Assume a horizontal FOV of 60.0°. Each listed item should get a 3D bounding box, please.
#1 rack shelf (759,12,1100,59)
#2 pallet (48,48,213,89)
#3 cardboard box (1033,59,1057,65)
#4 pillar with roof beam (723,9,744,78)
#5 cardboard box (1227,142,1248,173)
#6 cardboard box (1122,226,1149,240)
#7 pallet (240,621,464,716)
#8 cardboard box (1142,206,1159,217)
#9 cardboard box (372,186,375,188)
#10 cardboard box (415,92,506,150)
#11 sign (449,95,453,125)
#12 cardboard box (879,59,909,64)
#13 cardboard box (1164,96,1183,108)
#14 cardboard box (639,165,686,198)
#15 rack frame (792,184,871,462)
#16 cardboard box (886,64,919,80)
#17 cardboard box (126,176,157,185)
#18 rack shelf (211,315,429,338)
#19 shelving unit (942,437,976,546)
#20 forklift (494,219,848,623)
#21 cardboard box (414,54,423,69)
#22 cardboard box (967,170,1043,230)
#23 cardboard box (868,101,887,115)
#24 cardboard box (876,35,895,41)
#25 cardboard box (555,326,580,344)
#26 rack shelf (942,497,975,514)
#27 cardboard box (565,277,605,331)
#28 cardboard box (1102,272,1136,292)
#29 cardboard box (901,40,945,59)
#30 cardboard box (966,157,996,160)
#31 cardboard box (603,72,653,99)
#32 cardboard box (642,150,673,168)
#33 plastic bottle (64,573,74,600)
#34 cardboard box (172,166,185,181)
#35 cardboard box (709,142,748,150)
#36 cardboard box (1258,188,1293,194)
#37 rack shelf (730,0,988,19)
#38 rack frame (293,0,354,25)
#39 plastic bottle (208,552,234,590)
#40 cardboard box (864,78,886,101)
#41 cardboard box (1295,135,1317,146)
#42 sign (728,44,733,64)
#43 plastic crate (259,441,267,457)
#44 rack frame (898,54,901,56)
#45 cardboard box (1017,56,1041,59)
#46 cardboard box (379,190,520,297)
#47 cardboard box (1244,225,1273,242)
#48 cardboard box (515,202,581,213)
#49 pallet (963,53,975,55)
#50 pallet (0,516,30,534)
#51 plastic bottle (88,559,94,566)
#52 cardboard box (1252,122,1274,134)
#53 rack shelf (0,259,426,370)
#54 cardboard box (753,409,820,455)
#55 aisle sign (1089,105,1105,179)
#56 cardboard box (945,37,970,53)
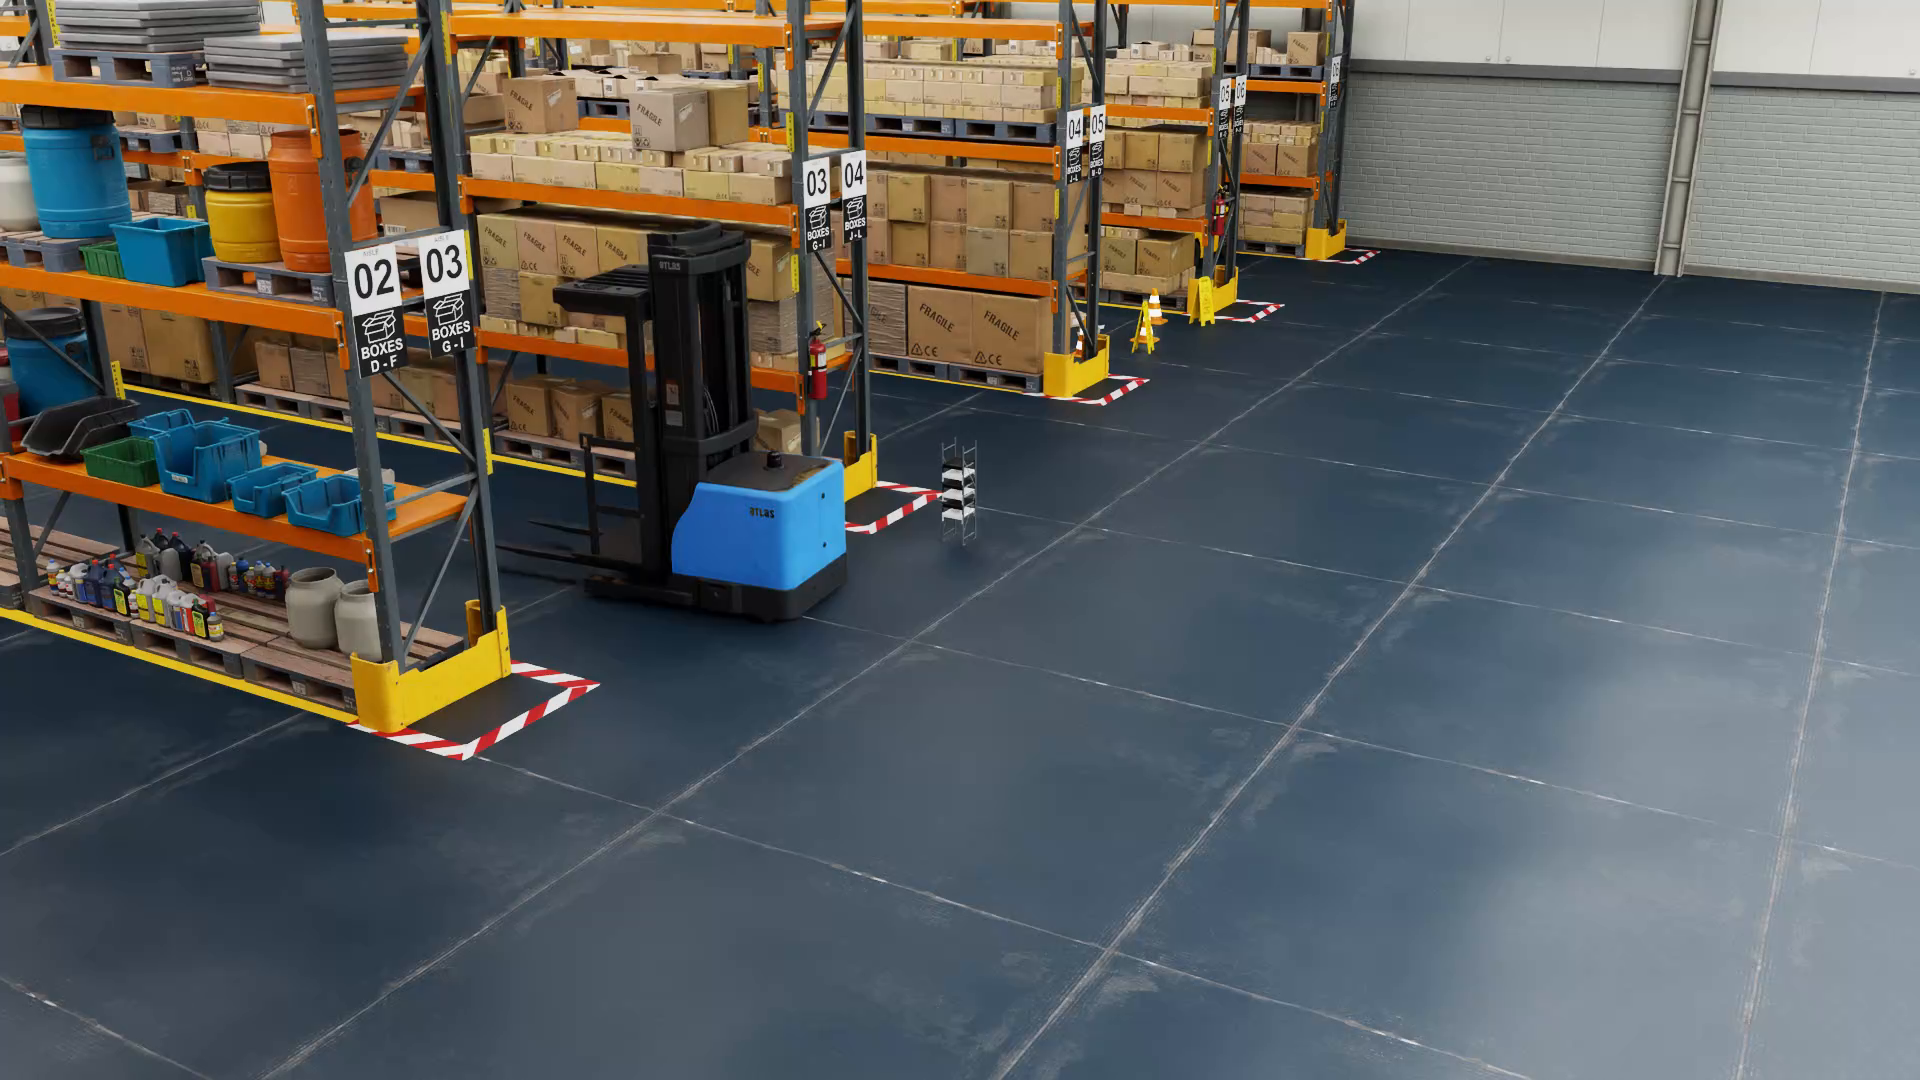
[{"bbox_3d":[-0.388,-5.875,19.305,4.000,0.370,1.077,11,23,27],"label":"rack shelf"},{"bbox_3d":[-5.255,-3.192,11.129,1.213,0.211,1.003,11,23,27],"label":"pallet"},{"bbox_3d":[1.232,-6.763,23.707,0.250,0.149,0.380,10,22,26],"label":"cardboard box"},{"bbox_3d":[-6.643,-10.136,29.408,0.400,9.000,9.100,11,23,27],"label":"pillar with roof beam"},{"bbox_3d":[4.647,-6.442,27.877,0.500,0.500,0.500,10,22,26],"label":"cardboard box"},{"bbox_3d":[2.504,-4.398,23.754,0.250,0.149,0.380,12,23,29],"label":"cardboard box"},{"bbox_3d":[-4.361,0.861,11.979,1.213,0.211,1.003,11,23,27],"label":"pallet"},{"bbox_3d":[2.764,-4.678,23.528,0.250,0.149,0.380,10,22,26],"label":"cardboard box"},{"bbox_3d":[-8.319,-5.133,23.730,0.250,0.149,0.380,10,22,25],"label":"cardboard box"},{"bbox_3d":[-5.004,-4.218,16.726,0.637,0.503,0.797,10,22,25],"label":"cardboard box"},{"bbox_3d":[-4.909,-4.127,15.906,0.005,0.325,0.100,11,23,27],"label":"sign"},{"bbox_3d":[-0.775,-5.691,19.991,0.250,0.149,0.380,11,23,27],"label":"cardboard box"},{"bbox_3d":[3.002,-6.039,22.881,0.250,0.149,0.380,11,23,28],"label":"cardboard box"},{"bbox_3d":[-2.575,-3.303,15.191,0.500,0.250,0.500,11,23,28],"label":"cardboard box"},{"bbox_3d":[-1.149,-1.789,15.196,0.127,3.000,1.000,11,23,27],"label":"rack frame"},{"bbox_3d":[-0.654,-5.411,19.217,0.250,0.149,0.380,11,23,27],"label":"cardboard box"},{"bbox_3d":[-9.920,-3.983,19.627,0.637,0.503,0.797,12,23,29],"label":"cardboard box"},{"bbox_3d":[-6.388,-2.449,18.069,4.000,0.370,1.077,11,23,27],"label":"rack shelf"},{"bbox_3d":[-0.007,-0.424,14.513,0.210,0.900,0.258,11,23,27],"label":"shelving unit"},{"bbox_3d":[-2.479,-1.050,13.259,3.031,2.935,1.130,8,21,21],"label":"forklift"},{"bbox_3d":[-7.239,-6.594,22.774,0.258,0.266,0.396,11,23,27],"label":"cardboard box"},{"bbox_3d":[0.527,-3.964,19.389,0.550,0.550,0.875,11,23,27],"label":"cardboard box"},{"bbox_3d":[-0.870,-5.077,19.468,0.250,0.149,0.380,11,23,27],"label":"cardboard box"},{"bbox_3d":[-1.328,-9.184,30.382,0.250,0.149,0.380,12,23,29],"label":"cardboard box"},{"bbox_3d":[-3.736,-2.039,16.255,0.250,0.149,0.380,11,23,27],"label":"cardboard box"},{"bbox_3d":[-0.007,-0.308,14.555,0.200,0.077,0.258,11,23,27],"label":"rack shelf"},{"bbox_3d":[-3.374,-2.401,16.300,0.500,0.500,0.875,11,23,27],"label":"cardboard box"},{"bbox_3d":[2.398,-3.787,24.120,0.500,0.250,0.500,11,23,27],"label":"cardboard box"},{"bbox_3d":[-0.563,-7.473,25.337,0.500,0.250,0.500,10,22,26],"label":"cardboard box"},{"bbox_3d":[0.470,-5.924,24.545,0.500,0.500,0.700,11,22,27],"label":"cardboard box"},{"bbox_3d":[-4.216,-5.837,21.325,0.500,0.311,0.500,10,22,26],"label":"cardboard box"},{"bbox_3d":[-2.676,-3.488,15.115,0.250,0.149,0.380,10,22,25],"label":"cardboard box"},{"bbox_3d":[-6.815,0.346,12.768,0.097,0.201,0.097,0,20,0],"label":"plastic bottle"},{"bbox_3d":[-11.874,-5.858,25.830,0.500,0.500,0.500,11,23,27],"label":"cardboard box"},{"bbox_3d":[-2.150,-3.616,15.469,0.250,0.149,0.380,11,23,27],"label":"cardboard box"},{"bbox_3d":[5.336,-5.811,28.233,0.500,0.250,0.500,11,23,27],"label":"cardboard box"},{"bbox_3d":[-1.555,-8.031,25.247,4.000,0.370,1.077,11,23,27],"label":"rack shelf"},{"bbox_3d":[-9.119,-8.065,23.698,0.127,3.000,1.000,11,23,27],"label":"rack frame"},{"bbox_3d":[-5.765,0.229,12.982,0.135,0.276,0.152,11,23,28],"label":"plastic bottle"},{"bbox_3d":[-0.962,-5.306,19.514,0.500,0.250,0.500,11,22,27],"label":"cardboard box"},{"bbox_3d":[5.662,-6.544,27.206,0.250,0.149,0.380,11,23,28],"label":"cardboard box"},{"bbox_3d":[-3.578,-7.596,25.932,0.005,0.325,0.100,11,23,27],"label":"sign"},{"bbox_3d":[-5.516,-0.661,12.473,0.437,0.136,0.530,11,23,27],"label":"plastic crate"},{"bbox_3d":[-0.883,-7.548,31.072,0.127,3.000,1.000,11,23,27],"label":"rack frame"},{"bbox_3d":[1.023,-6.993,24.343,0.250,0.149,0.380,11,23,29],"label":"cardboard box"},{"bbox_3d":[-5.267,-3.107,17.335,1.000,1.000,1.000,11,23,28],"label":"cardboard box"},{"bbox_3d":[5.107,-5.192,27.993,0.500,0.250,0.500,11,23,27],"label":"cardboard box"},{"bbox_3d":[-4.114,-3.118,16.811,0.500,0.500,0.500,11,23,27],"label":"cardboard box"},{"bbox_3d":[-0.247,-8.783,30.355,1.003,0.211,1.213,12,23,30],"label":"pallet"},{"bbox_3d":[-8.831,0.010,14.327,1.213,0.211,1.003,11,23,27],"label":"pallet"},{"bbox_3d":[-6.646,0.288,12.809,0.133,0.283,0.061,11,23,27],"label":"plastic bottle"},{"bbox_3d":[5.032,-6.837,27.578,0.250,0.149,0.380,11,23,28],"label":"cardboard box"},{"bbox_3d":[-5.311,-1.719,11.659,4.000,0.370,1.077,11,23,27],"label":"rack shelf"},{"bbox_3d":[-1.686,-0.920,15.850,0.500,0.500,0.500,16,25,37],"label":"cardboard box"},{"bbox_3d":[1.566,-4.548,18.990,0.004,0.787,0.394,11,23,27],"label":"aisle sign"},{"bbox_3d":[0.120,-9.002,29.773,0.500,0.500,0.700,10,22,26],"label":"cardboard box"}]
